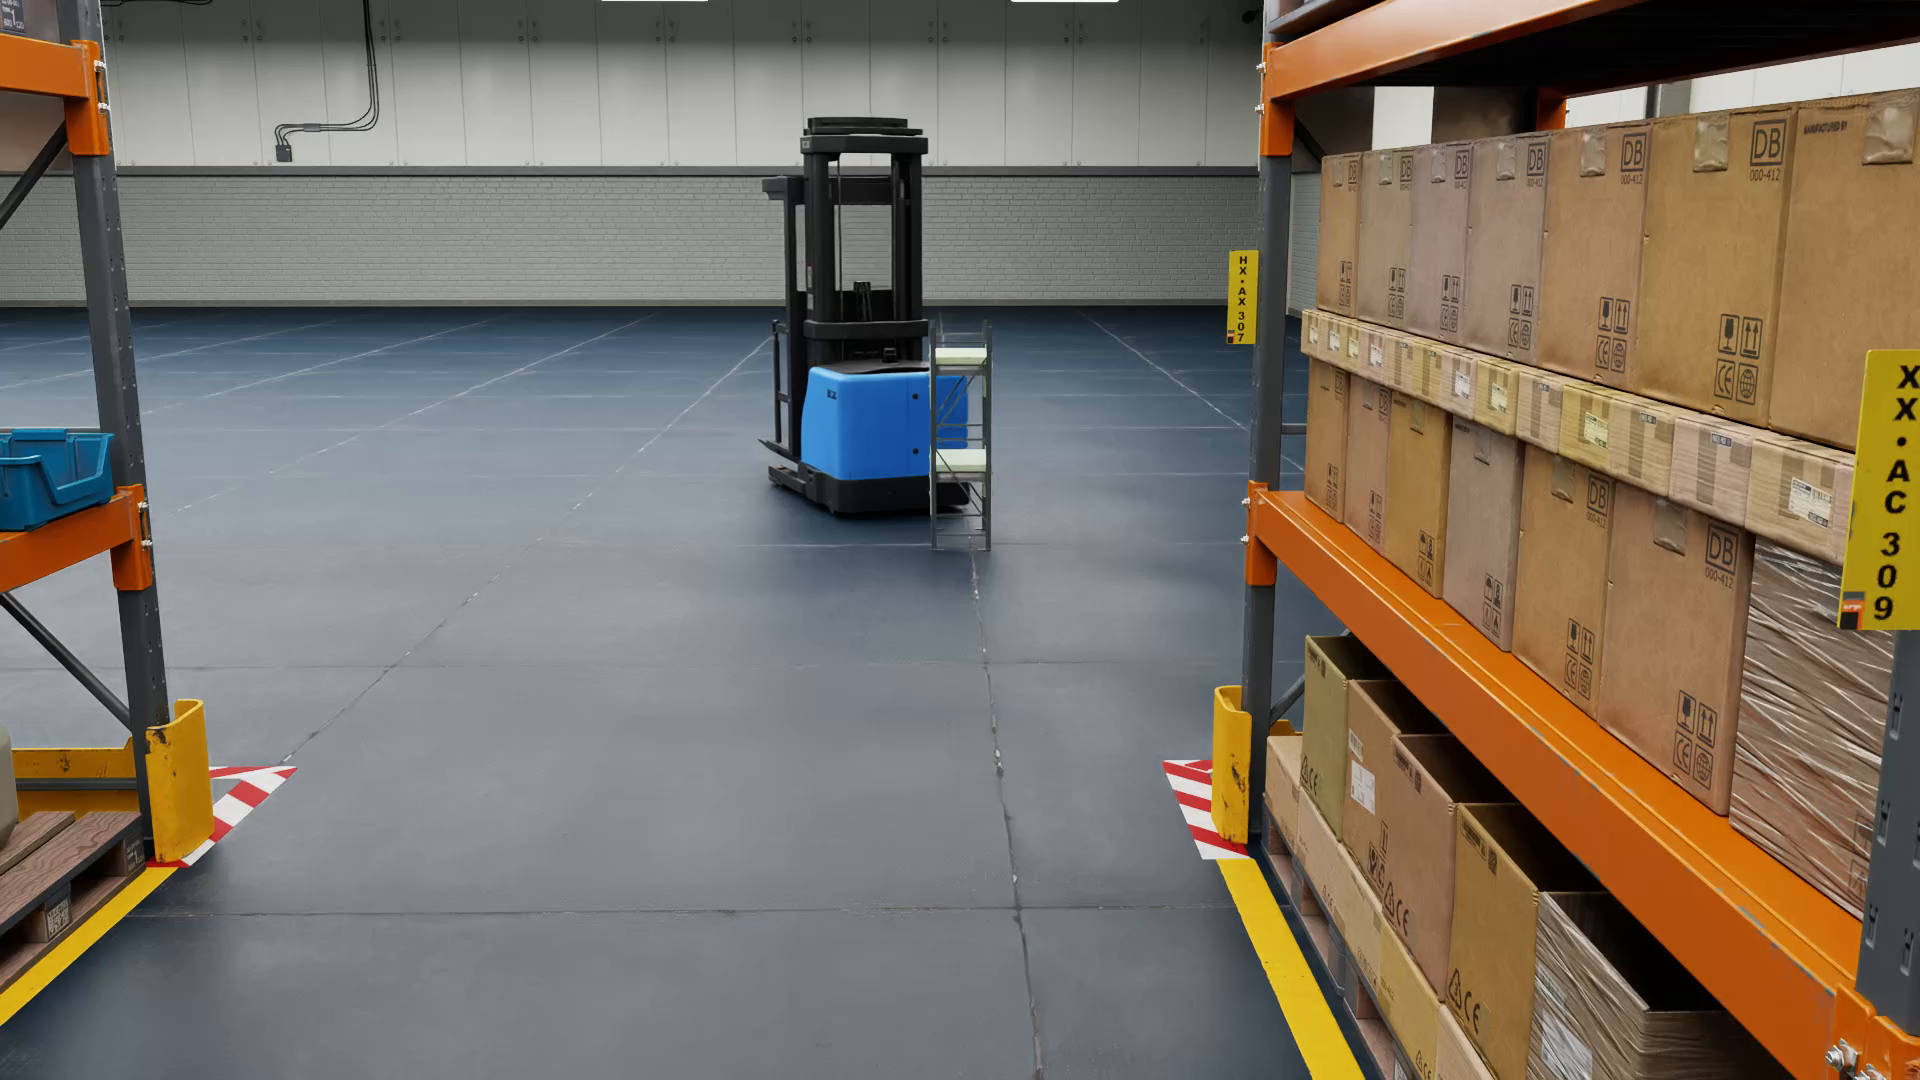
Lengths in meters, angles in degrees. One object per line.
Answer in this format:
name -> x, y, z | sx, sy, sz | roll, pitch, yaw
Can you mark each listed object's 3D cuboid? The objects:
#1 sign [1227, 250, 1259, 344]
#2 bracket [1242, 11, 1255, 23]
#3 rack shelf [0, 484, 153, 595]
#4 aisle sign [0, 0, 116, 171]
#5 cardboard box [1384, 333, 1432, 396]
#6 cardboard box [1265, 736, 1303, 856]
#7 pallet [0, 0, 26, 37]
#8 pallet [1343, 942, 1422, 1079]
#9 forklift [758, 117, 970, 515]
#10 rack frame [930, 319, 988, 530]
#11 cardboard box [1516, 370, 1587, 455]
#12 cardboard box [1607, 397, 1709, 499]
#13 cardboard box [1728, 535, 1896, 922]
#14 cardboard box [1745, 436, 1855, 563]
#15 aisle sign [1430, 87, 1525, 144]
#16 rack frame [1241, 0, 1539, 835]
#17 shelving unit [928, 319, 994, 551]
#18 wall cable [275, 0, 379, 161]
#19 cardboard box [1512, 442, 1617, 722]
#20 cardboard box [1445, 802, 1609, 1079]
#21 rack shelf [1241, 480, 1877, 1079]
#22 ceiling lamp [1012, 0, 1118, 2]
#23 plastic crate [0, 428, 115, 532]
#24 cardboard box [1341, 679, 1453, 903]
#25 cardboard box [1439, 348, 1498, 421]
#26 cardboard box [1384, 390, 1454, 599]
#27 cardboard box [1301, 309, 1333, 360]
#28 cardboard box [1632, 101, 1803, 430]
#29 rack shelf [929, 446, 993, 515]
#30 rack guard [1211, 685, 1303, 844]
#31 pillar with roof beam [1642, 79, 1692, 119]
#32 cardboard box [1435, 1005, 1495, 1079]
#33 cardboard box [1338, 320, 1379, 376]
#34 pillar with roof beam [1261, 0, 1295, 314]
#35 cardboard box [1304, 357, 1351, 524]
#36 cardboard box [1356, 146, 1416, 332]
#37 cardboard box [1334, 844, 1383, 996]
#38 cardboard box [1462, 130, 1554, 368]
sign -> 0.992, -0.852, 5.837 | 0.100, 0.325, 0.005 | 0, 11, -1
bracket -> 6.346, -11.495, 36.534 | 0.235, 0.232, 0.430 | 0, 11, -1
rack shelf -> -3.364, 0.380, 3.951 | 1.077, 0.370, 4.000 | 0, 11, -1
aisle sign -> -3.110, -1.660, 5.657 | 0.394, 0.787, 0.004 | 0, 11, -1
cardboard box -> 1.363, -0.473, 4.461 | 0.380, 0.149, 0.250 | -1, 11, -3
cardboard box -> 1.336, 0.859, 5.638 | 0.500, 0.250, 0.500 | 0, 11, -1
pallet -> -3.486, -1.583, 4.747 | 1.003, 0.211, 1.213 | 0, 11, -1
pallet -> 1.627, 1.371, 4.272 | 1.003, 0.211, 1.213 | 0, 11, -1
forklift -> -0.939, -1.877, 13.438 | 1.130, 2.935, 3.031 | -5, 12, -21
rack frame -> -0.008, -0.809, 11.775 | 0.400, 1.500, 0.023 | 0, 11, -1
cardboard box -> 1.385, -0.267, 3.449 | 0.380, 0.149, 0.250 | 0, 11, 0
cardboard box -> 1.392, -0.168, 2.961 | 0.380, 0.149, 0.250 | 0, 11, -1
cardboard box -> 1.614, 0.268, 2.441 | 0.700, 0.500, 0.500 | -1, 11, -3
cardboard box -> 1.407, -0.064, 2.447 | 0.380, 0.149, 0.250 | 0, 11, -2
aisle sign -> 1.839, -1.678, 5.748 | 0.394, 0.787, 0.004 | 0, 11, -1
rack frame -> 1.547, -0.390, 5.936 | 1.000, 3.000, 0.127 | 0, 11, -1
shelving unit -> 0.000, -0.736, 11.417 | 0.431, 1.500, 0.755 | 0, 11, -1
wall cable -> -13.981, -11.343, 36.284 | 2.305, 6.003, 0.169 | 0, 11, -1
cardboard box -> 1.590, 0.064, 3.450 | 0.700, 0.500, 0.500 | 0, 11, 0
cardboard box -> 1.389, 0.889, 3.604 | 0.500, 0.500, 0.500 | 0, 11, -1
rack shelf -> 1.588, 0.360, 4.048 | 1.077, 0.370, 4.000 | 0, 11, -1
ceiling lamp -> 1.879, -11.251, 29.703 | 2.000, 3.185, 0.800 | 0, 11, -1
plastic crate -> -3.096, -0.199, 5.370 | 0.499, 0.251, 0.616 | 0, 11, -1
cardboard box -> 1.371, 0.691, 4.584 | 0.500, 0.500, 0.500 | 0, 11, -1
cardboard box -> 1.371, -0.372, 3.967 | 0.380, 0.149, 0.250 | 0, 11, -1
cardboard box -> 1.564, -0.143, 4.467 | 0.700, 0.500, 0.500 | 0, 11, -1
cardboard box -> 1.340, -0.678, 5.473 | 0.380, 0.149, 0.250 | 0, 11, -2
cardboard box -> 1.602, -0.468, 2.808 | 0.700, 0.500, 0.500 | 0, 11, -1
rack shelf -> 0.000, -0.417, 11.481 | 0.431, 0.370, 0.720 | 0, 11, -1
rack guard -> 1.546, 0.830, 6.208 | 1.175, 0.500, 0.348 | 0, 11, -1
pillar with roof beam -> 2.827, -5.583, 16.446 | 9.100, 9.000, 0.400 | 0, 11, -1
cardboard box -> 1.376, 1.257, 3.678 | 0.500, 0.250, 0.500 | 0, 11, -1
cardboard box -> 1.352, -0.576, 4.970 | 0.380, 0.149, 0.250 | 0, 11, -1
pillar with roof beam -> 2.455, -9.161, 34.083 | 9.100, 9.000, 0.548 | 0, 11, -1
cardboard box -> 1.544, -0.346, 5.468 | 0.700, 0.500, 0.500 | 0, 11, -1
cardboard box -> 1.561, -0.867, 4.772 | 0.700, 0.500, 0.500 | -1, 11, -3
cardboard box -> 1.359, 1.058, 4.658 | 0.500, 0.250, 0.500 | 0, 11, -1
cardboard box -> 1.583, -0.667, 3.788 | 0.700, 0.500, 0.500 | 0, 11, -1
